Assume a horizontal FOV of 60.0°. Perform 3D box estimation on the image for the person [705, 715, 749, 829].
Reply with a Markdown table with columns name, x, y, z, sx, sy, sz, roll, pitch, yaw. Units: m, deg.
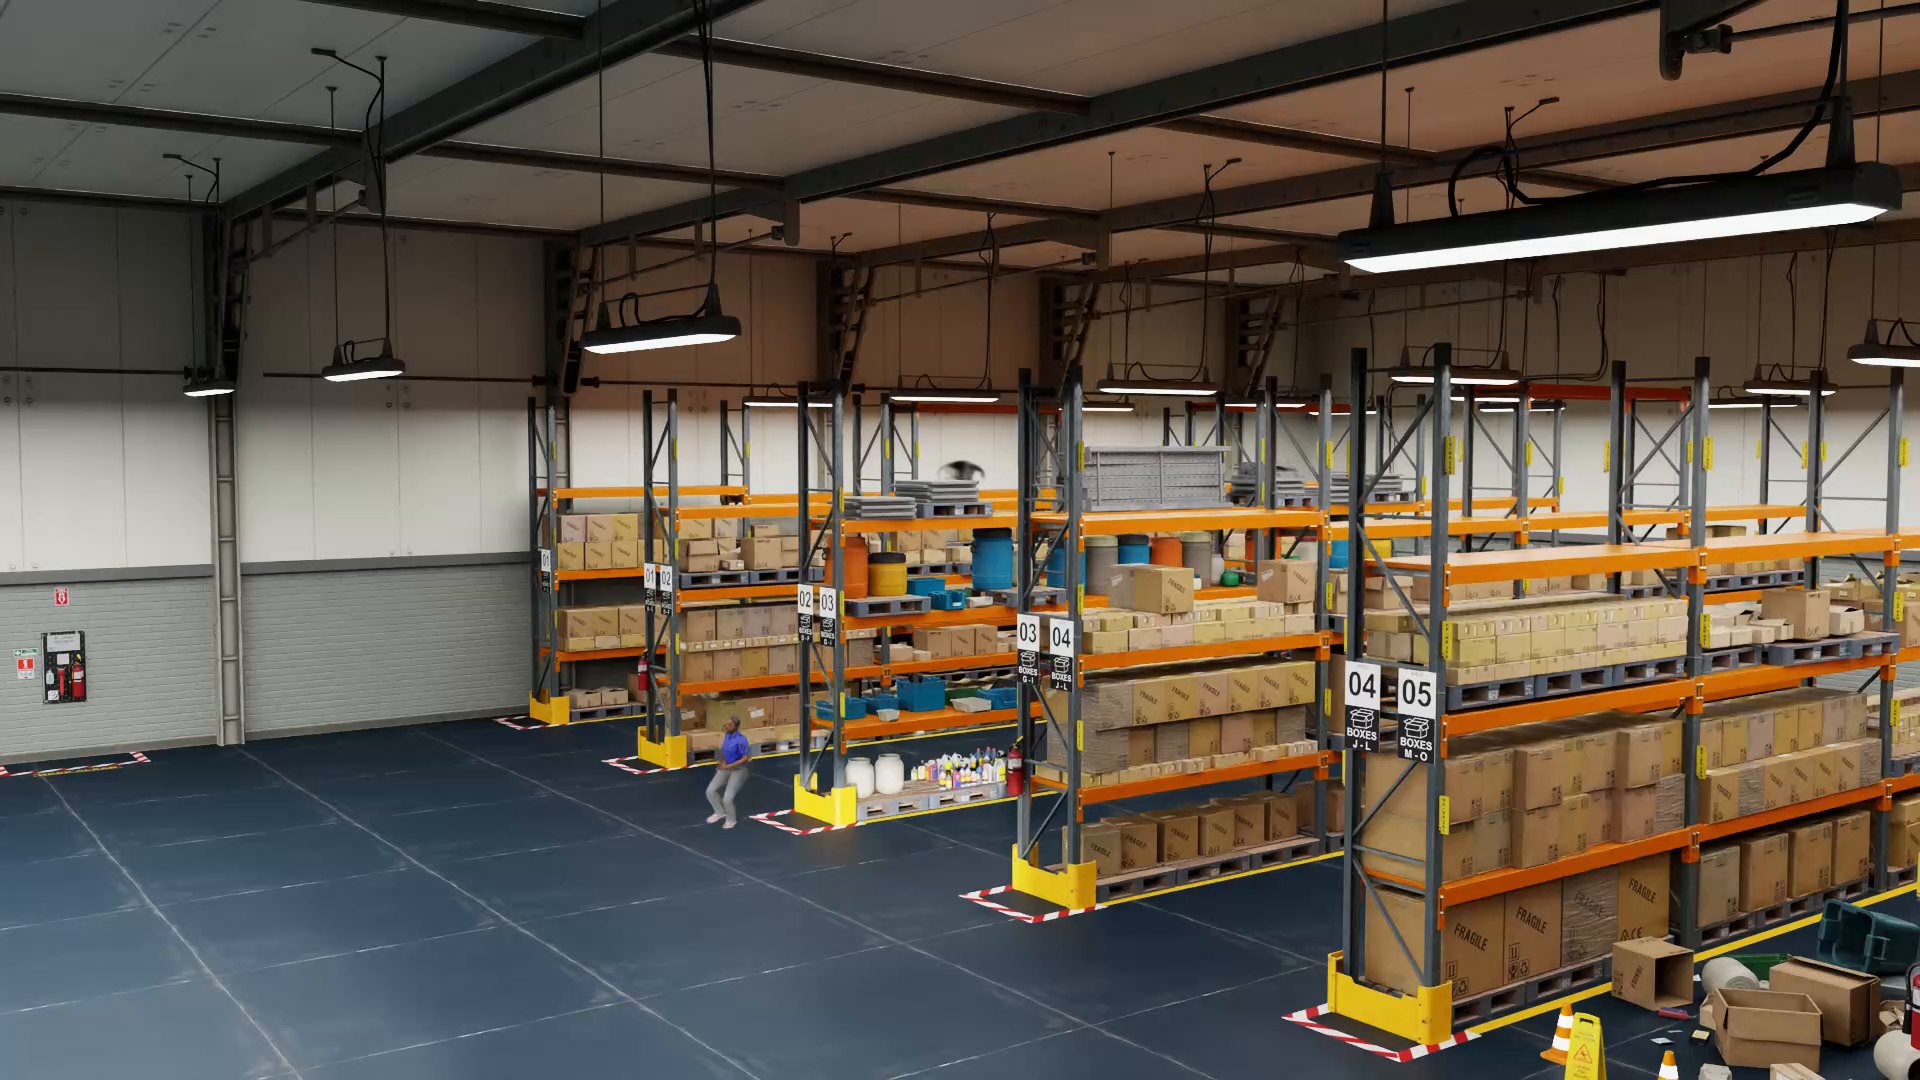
| name | x | y | z | sx | sy | sz | roll | pitch | yaw |
| --- | --- | --- | --- | --- | --- | --- | --- | --- | --- |
| person | -3.108 | 3.105 | 22.109 | 0.769 | 1.585 | 0.596 | 2 | 4 | 34 |

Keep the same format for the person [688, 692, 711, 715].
| name | x | y | z | sx | sy | sz | roll | pitch | yaw |
| --- | --- | --- | --- | --- | --- | --- | --- | --- | --- |
| person | -4.593 | 2.681 | 28.976 | 0.622 | 1.629 | 0.754 | 1 | 3 | 10 |
